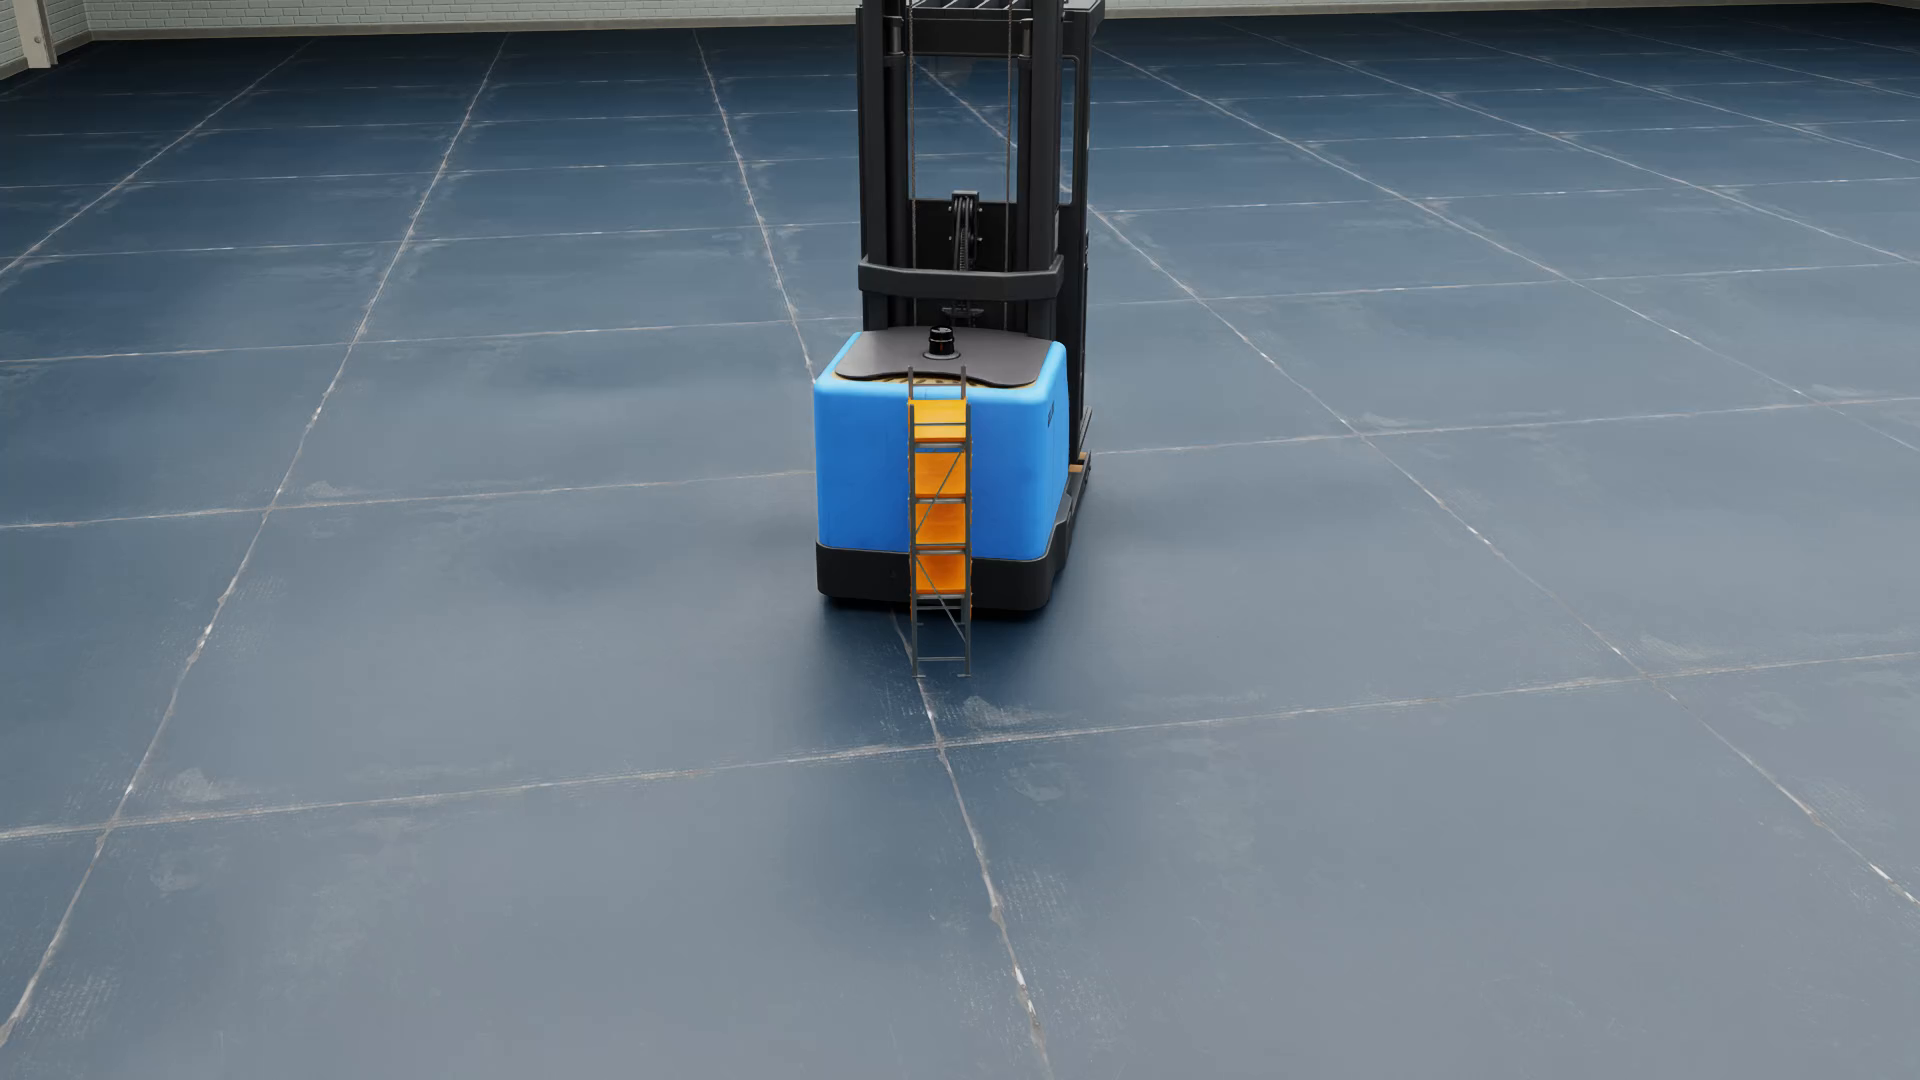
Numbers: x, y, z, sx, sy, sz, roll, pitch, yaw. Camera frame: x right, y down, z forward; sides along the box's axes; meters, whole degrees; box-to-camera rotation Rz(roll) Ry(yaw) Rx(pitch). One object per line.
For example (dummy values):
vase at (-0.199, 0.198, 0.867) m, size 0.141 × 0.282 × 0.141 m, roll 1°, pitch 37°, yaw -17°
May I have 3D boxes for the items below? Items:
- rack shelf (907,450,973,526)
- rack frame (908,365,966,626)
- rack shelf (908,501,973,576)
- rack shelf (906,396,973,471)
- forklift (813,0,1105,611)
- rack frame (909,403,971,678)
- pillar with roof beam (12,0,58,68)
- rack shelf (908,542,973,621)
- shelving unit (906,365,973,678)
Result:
rack shelf at (-0.087, -0.219, 6.863) m, size 0.258 × 0.148 × 0.480 m, roll -1°, pitch 24°, yaw -2°
rack frame at (-0.095, -0.174, 7.149) m, size 0.240 × 1.200 × 0.015 m, roll -1°, pitch 24°, yaw -2°
rack shelf at (-0.087, -0.014, 6.952) m, size 0.258 × 0.148 × 0.480 m, roll -1°, pitch 24°, yaw -2°
rack shelf at (-0.087, -0.436, 6.768) m, size 0.258 × 0.148 × 0.480 m, roll -1°, pitch 24°, yaw -2°
forklift at (0.104, -1.590, 8.227) m, size 1.130 × 2.935 × 3.031 m, roll 4°, pitch 24°, yaw 9°
rack frame at (-0.078, 0.022, 6.702) m, size 0.240 × 1.200 × 0.015 m, roll -1°, pitch 24°, yaw -2°
pillar with roof beam at (-8.881, -11.216, 22.687) m, size 9.100 × 9.000 × 0.400 m, roll -4°, pitch 24°, yaw -10°
rack shelf at (-0.087, 0.168, 7.032) m, size 0.258 × 0.148 × 0.480 m, roll -1°, pitch 24°, yaw -2°
shelving unit at (-0.087, -0.076, 6.925) m, size 0.258 × 1.200 × 0.503 m, roll -1°, pitch 24°, yaw -2°
